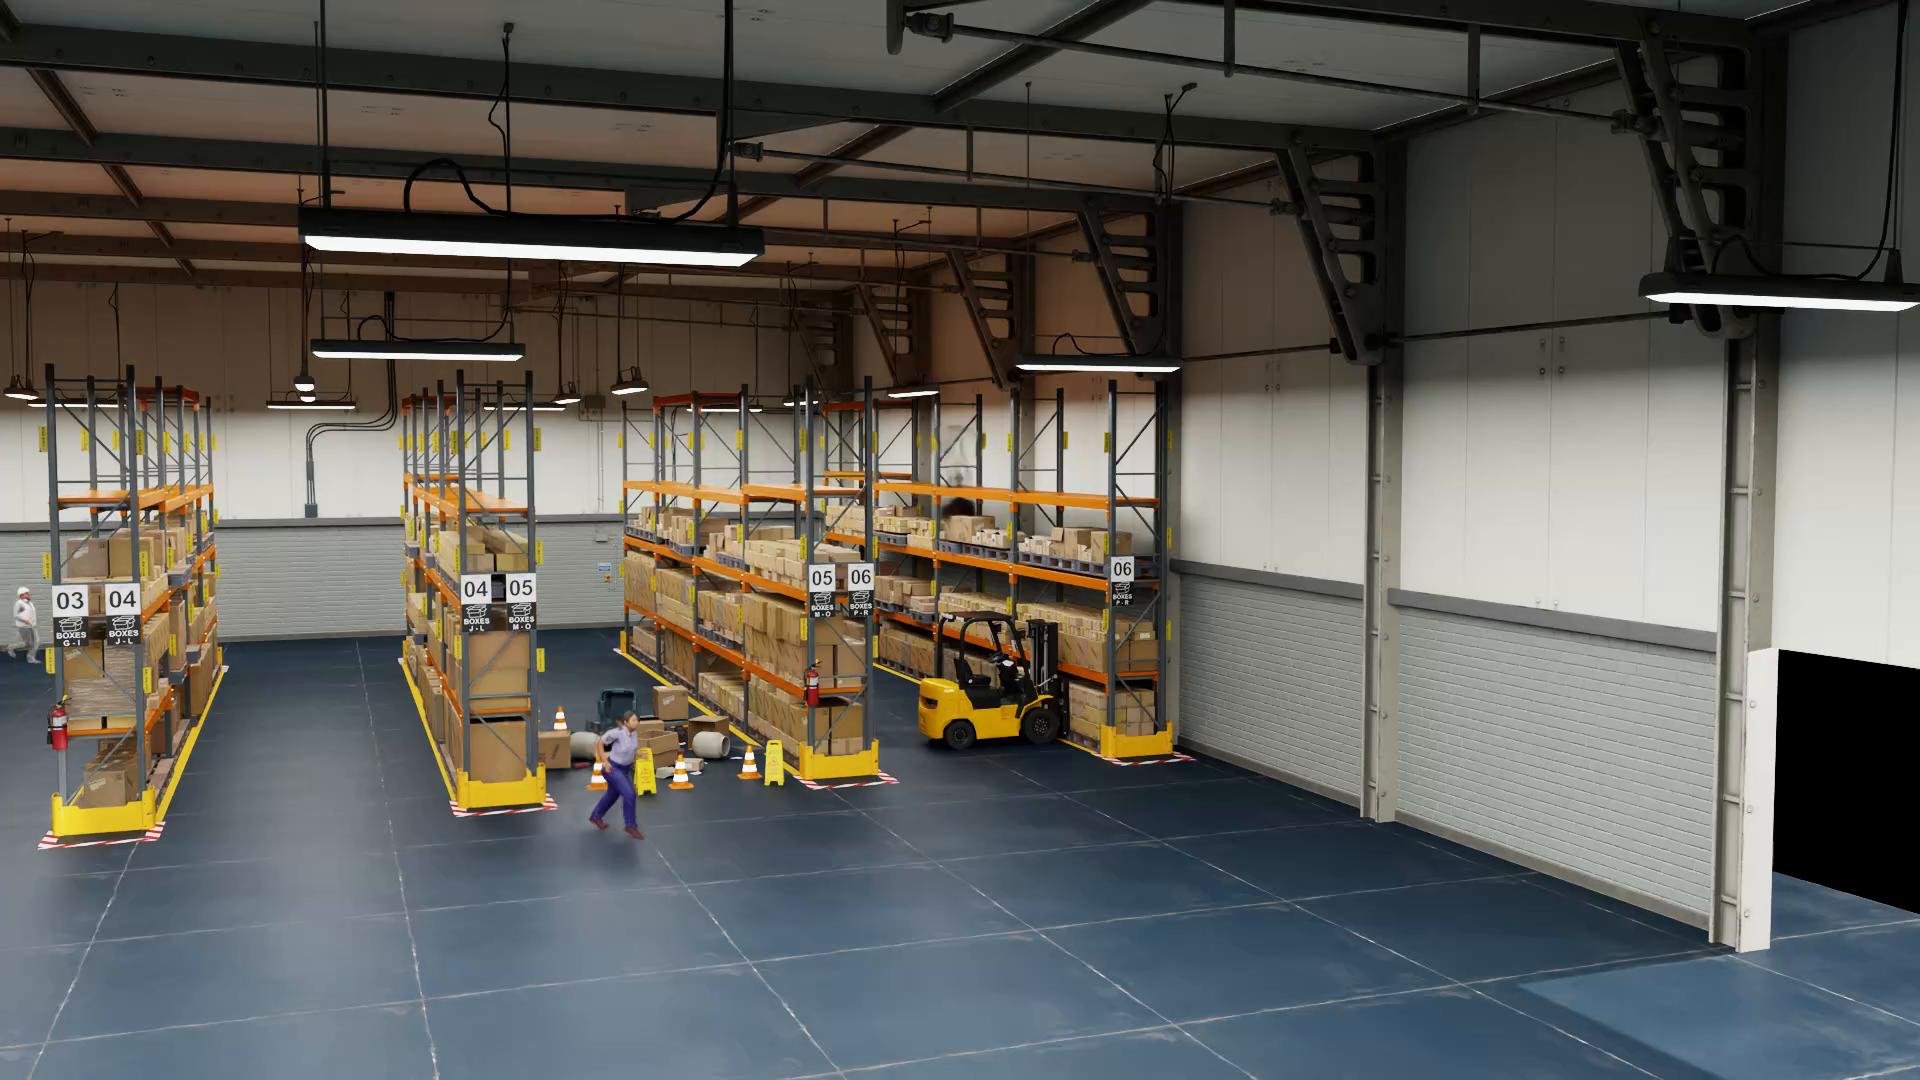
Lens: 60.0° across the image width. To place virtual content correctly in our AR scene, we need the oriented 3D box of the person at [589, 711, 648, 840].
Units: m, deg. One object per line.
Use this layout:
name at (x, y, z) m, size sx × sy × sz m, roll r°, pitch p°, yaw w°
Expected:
person at (-4.391, 2.974, 21.166) m, size 0.907 × 1.642 × 0.597 m, roll 1°, pitch 4°, yaw 22°

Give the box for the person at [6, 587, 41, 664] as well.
person at (-21.206, 1.943, 37.681) m, size 0.725 × 1.750 × 0.673 m, roll 0°, pitch 3°, yaw 2°
